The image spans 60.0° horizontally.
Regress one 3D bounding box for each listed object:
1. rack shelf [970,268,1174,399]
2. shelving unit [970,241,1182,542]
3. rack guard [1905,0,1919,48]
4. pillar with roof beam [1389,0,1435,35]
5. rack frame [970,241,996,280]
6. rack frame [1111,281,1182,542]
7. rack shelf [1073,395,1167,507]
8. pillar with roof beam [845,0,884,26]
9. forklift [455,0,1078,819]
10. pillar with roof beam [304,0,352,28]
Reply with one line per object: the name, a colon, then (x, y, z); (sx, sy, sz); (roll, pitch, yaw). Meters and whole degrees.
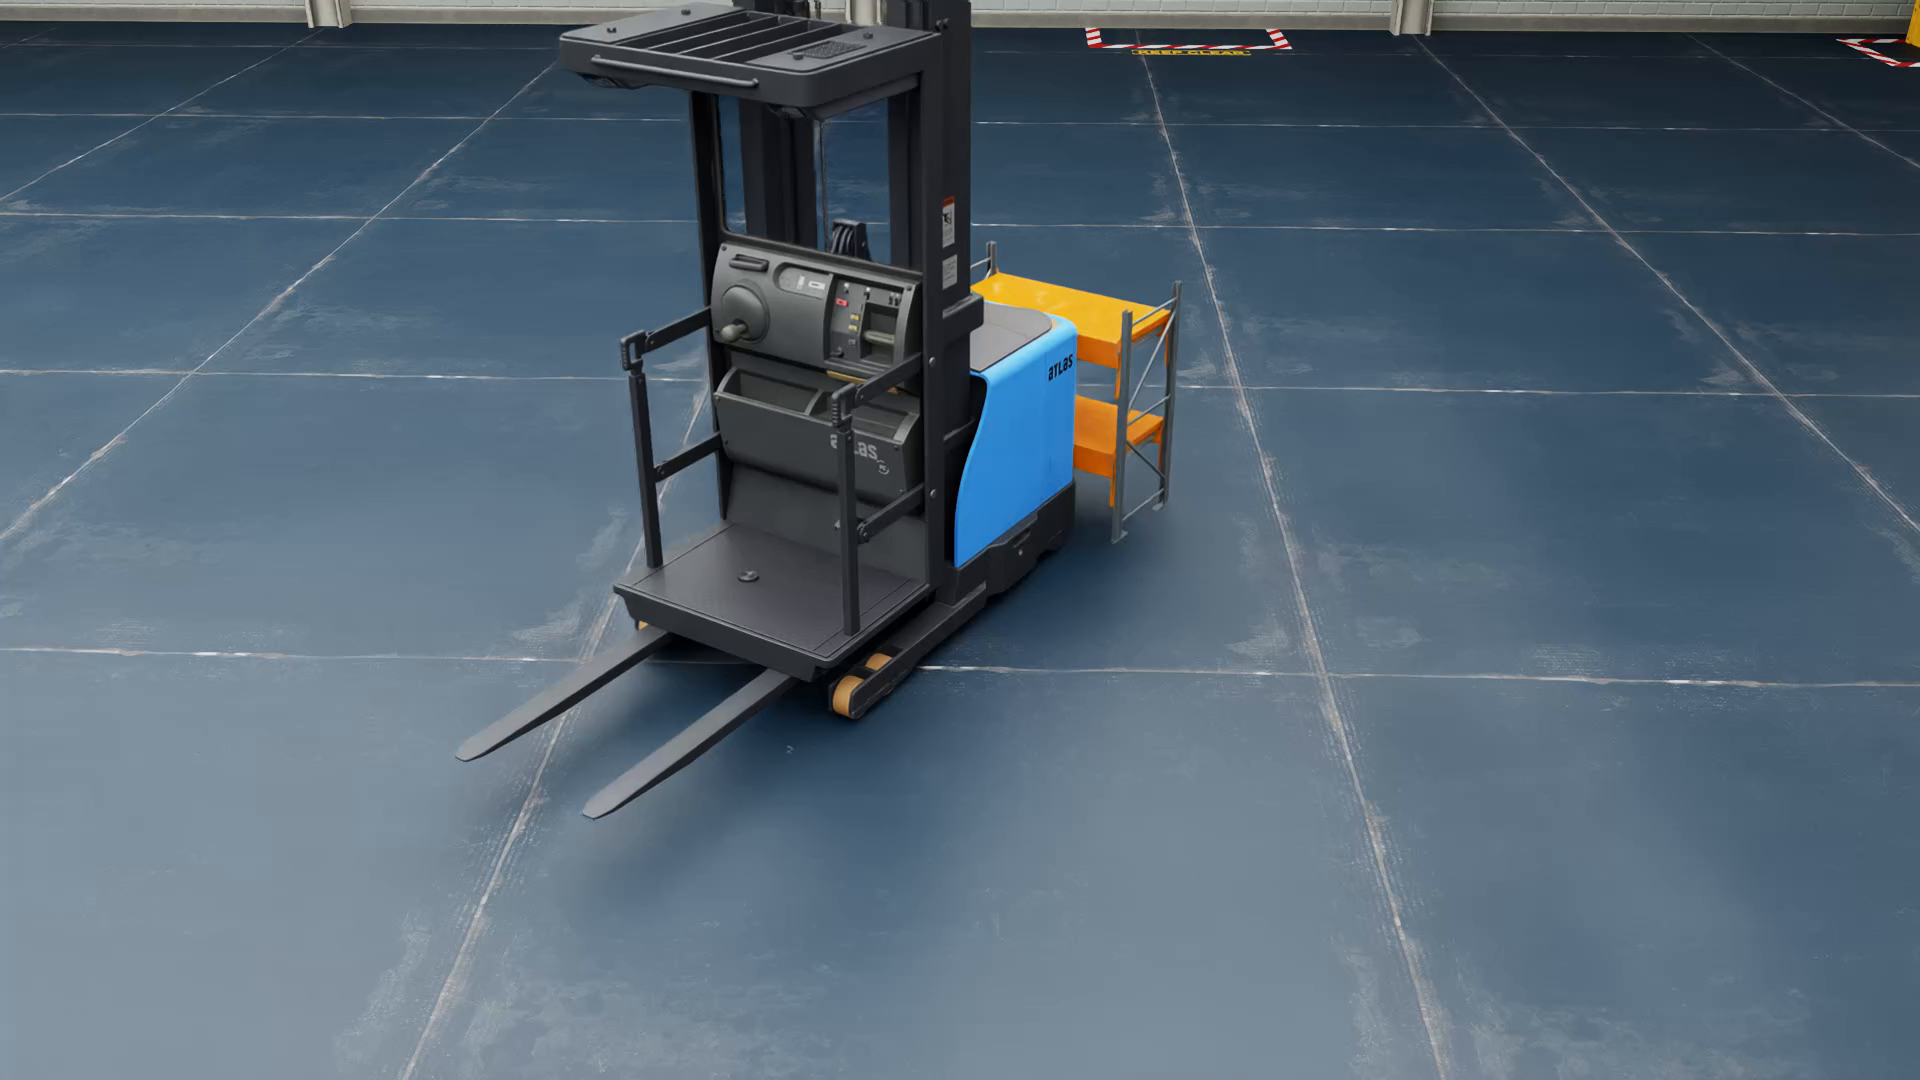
rack shelf: (0.440, -0.980, 7.772); (1.000, 0.278, 0.538); (18, 33, 30)
shelving unit: (0.440, -0.721, 7.909); (1.048, 1.125, 0.538); (18, 33, 30)
rack guard: (10.282, -5.305, 17.223); (0.348, 0.500, 1.175); (1, 28, 2)
pillar with roof beam: (4.788, -7.539, 12.363); (0.400, 9.000, 9.100); (1, 28, 2)
rack frame: (0.022, -0.857, 8.165); (0.032, 1.125, 0.500); (18, 33, 30)
rack frame: (0.858, -0.586, 7.653); (0.032, 1.125, 0.500); (18, 33, 30)
rack shelf: (0.440, -0.505, 8.024); (1.000, 0.278, 0.538); (18, 33, 30)
pillar with roof beam: (-1.209, -7.638, 12.550); (0.400, 9.000, 9.100); (1, 28, 2)
forklift: (-0.685, -0.853, 6.230); (1.130, 2.935, 3.031); (17, 32, 28)
pillar with roof beam: (-7.205, -7.737, 12.737); (0.400, 9.000, 9.100); (1, 28, 2)
